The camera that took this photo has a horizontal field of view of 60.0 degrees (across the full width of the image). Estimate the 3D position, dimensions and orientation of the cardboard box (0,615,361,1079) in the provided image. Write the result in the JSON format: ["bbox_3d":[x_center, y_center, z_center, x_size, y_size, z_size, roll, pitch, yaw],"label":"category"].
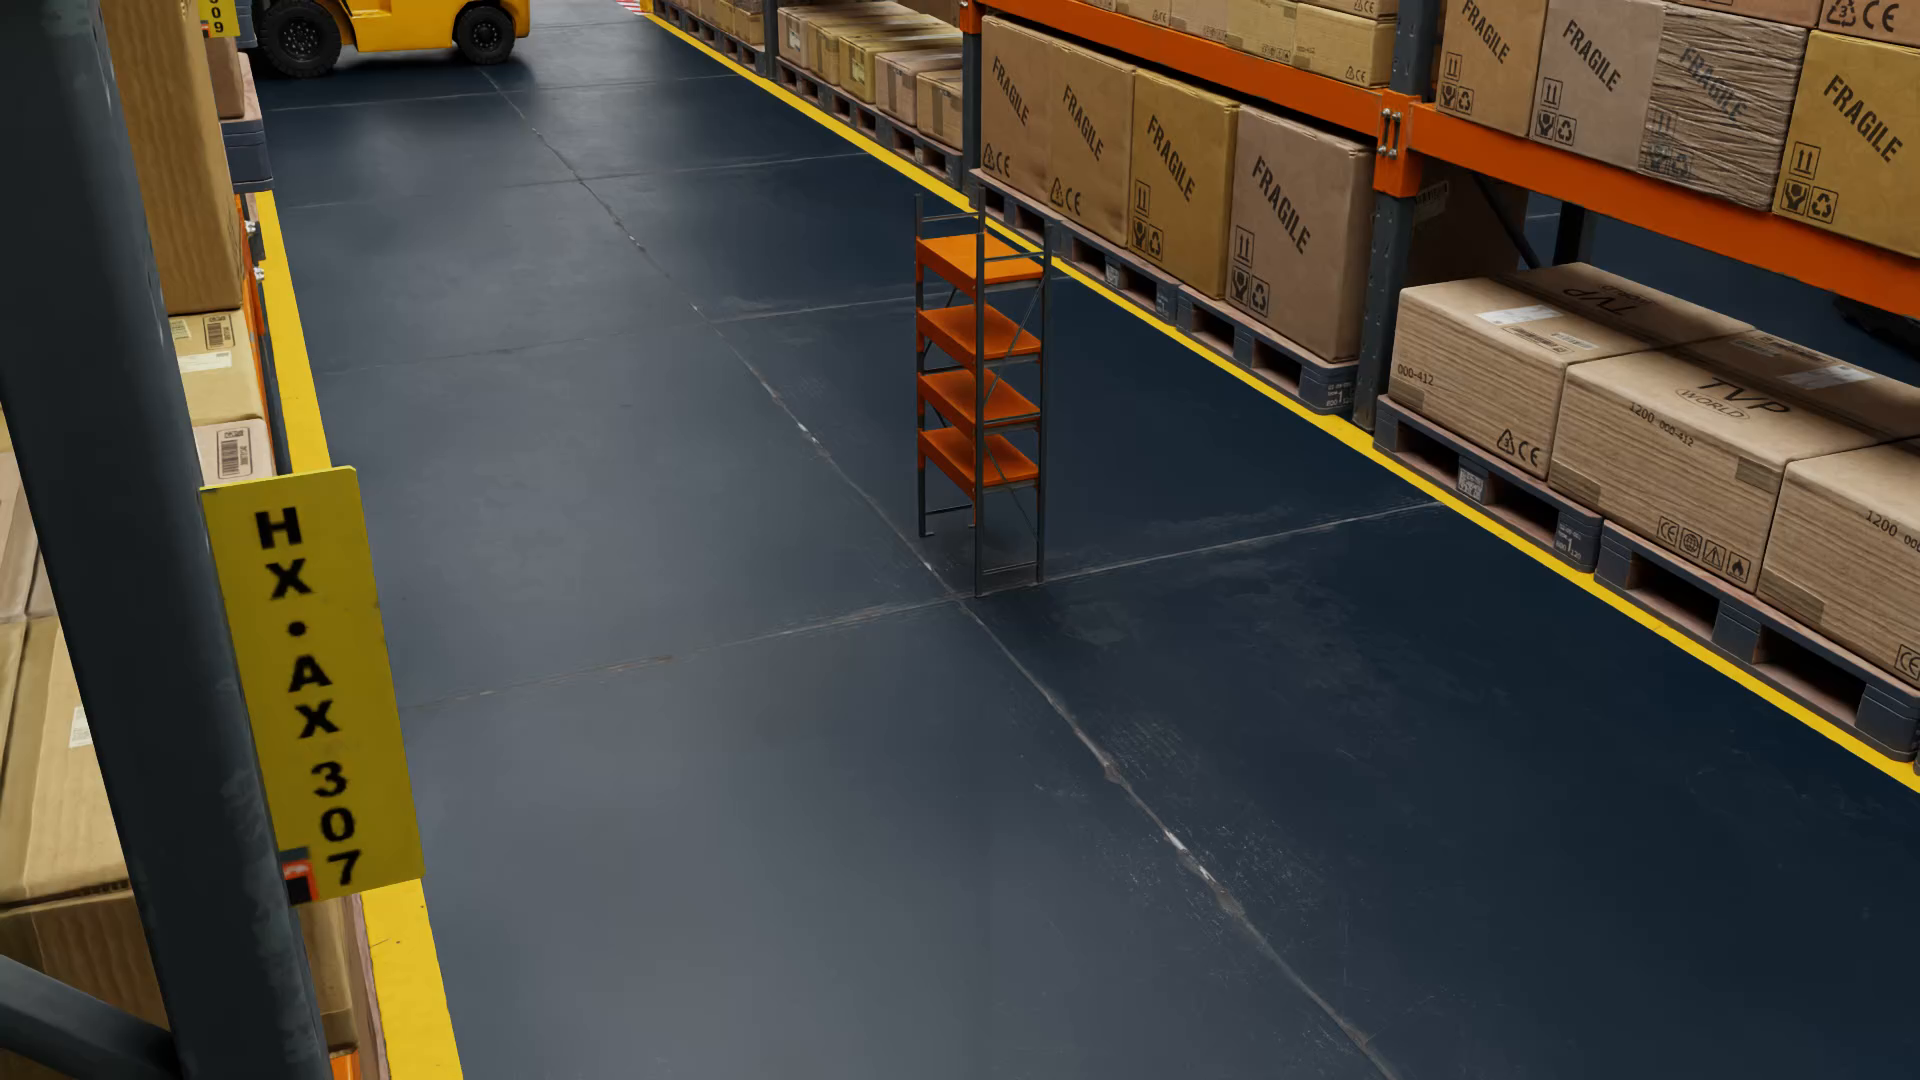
[{"bbox_3d":[-0.865,0.293,1.562,0.500,0.250,0.500,-10,28,-20],"label":"cardboard box"}]

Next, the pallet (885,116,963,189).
[{"bbox_3d":[0.193,-2.557,10.747,1.003,0.211,1.213,-11,28,-21],"label":"pallet"}]

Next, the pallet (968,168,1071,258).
[{"bbox_3d":[0.737,-1.910,9.422,1.003,0.211,1.213,-11,28,-21],"label":"pallet"}]

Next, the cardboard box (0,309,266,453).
[{"bbox_3d":[-1.264,-0.114,2.397,0.500,0.250,0.500,-11,28,-22],"label":"cardboard box"}]

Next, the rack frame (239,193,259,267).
[{"bbox_3d":[-4.068,-2.640,7.739,1.000,3.000,0.127,-11,28,-21],"label":"rack frame"}]

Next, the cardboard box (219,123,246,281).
[{"bbox_3d":[-1.868,-0.728,3.655,0.500,0.250,0.500,-10,28,-20],"label":"cardboard box"}]

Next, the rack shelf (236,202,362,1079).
[{"bbox_3d":[-1.718,0.105,2.936,1.077,0.370,4.000,-11,28,-21],"label":"rack shelf"}]

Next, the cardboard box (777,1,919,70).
[{"bbox_3d":[-0.861,-3.906,12.848,0.950,0.372,0.625,-10,28,-20],"label":"cardboard box"}]

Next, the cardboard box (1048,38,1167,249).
[{"bbox_3d":[1.037,-2.075,8.524,0.875,0.875,0.875,-10,28,-20],"label":"cardboard box"}]

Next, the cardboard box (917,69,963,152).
[{"bbox_3d":[0.286,-2.732,10.444,0.950,0.372,0.625,-13,29,-24],"label":"cardboard box"}]

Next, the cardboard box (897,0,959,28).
[{"bbox_3d":[-0.236,-4.654,14.709,0.500,0.500,0.500,8,27,15],"label":"cardboard box"}]

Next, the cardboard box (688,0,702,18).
[{"bbox_3d":[-2.156,-4.879,14.979,0.500,0.250,0.500,-9,27,-17],"label":"cardboard box"}]

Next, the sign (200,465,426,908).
[{"bbox_3d":[-0.436,0.107,1.126,0.100,0.325,0.005,-11,28,-21],"label":"sign"}]

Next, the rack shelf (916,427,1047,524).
[{"bbox_3d":[0.065,-0.233,5.467,0.258,0.148,0.480,-11,28,-21],"label":"rack shelf"}]

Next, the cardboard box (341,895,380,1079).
[{"bbox_3d":[-1.386,0.909,2.840,0.700,0.500,0.500,-9,28,-18],"label":"cardboard box"}]

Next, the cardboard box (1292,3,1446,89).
[{"bbox_3d":[1.657,-1.950,6.497,0.500,0.250,0.500,-11,28,-22],"label":"cardboard box"}]

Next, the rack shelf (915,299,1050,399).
[{"bbox_3d":[0.065,-0.613,5.281,0.258,0.148,0.480,-11,28,-21],"label":"rack shelf"}]

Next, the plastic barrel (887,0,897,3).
[{"bbox_3d":[-0.433,-4.993,15.494,0.512,0.421,0.421,8,27,15],"label":"plastic barrel"}]

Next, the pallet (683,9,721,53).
[{"bbox_3d":[-1.846,-4.615,14.961,1.003,0.211,1.213,-11,28,-21],"label":"pallet"}]

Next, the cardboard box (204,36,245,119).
[{"bbox_3d":[-2.485,-1.493,4.796,0.700,0.500,0.500,-10,28,-19],"label":"cardboard box"}]

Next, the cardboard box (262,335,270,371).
[{"bbox_3d":[-3.090,-0.951,6.649,0.500,0.500,0.500,-12,28,-22],"label":"cardboard box"}]

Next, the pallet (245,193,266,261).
[{"bbox_3d":[-4.355,-1.726,9.045,1.003,0.211,1.213,-11,28,-21],"label":"pallet"}]

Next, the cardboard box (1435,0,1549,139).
[{"bbox_3d":[2.007,-1.690,5.679,0.500,0.500,0.500,-10,28,-19],"label":"cardboard box"}]

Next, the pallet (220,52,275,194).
[{"bbox_3d":[-2.714,-1.281,5.173,1.003,0.211,1.213,-11,28,-21],"label":"pallet"}]

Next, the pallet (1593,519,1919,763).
[{"bbox_3d":[2.772,0.187,5.127,1.003,0.211,1.213,-11,28,-21],"label":"pallet"}]

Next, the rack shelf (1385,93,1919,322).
[{"bbox_3d":[2.847,-0.749,4.686,1.077,0.370,4.000,-11,28,-21],"label":"rack shelf"}]

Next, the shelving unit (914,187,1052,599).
[{"bbox_3d":[0.065,-0.472,5.350,0.258,1.200,0.503,-11,28,-21],"label":"shelving unit"}]

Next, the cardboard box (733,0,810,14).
[{"bbox_3d":[-1.547,-4.592,13.538,0.500,0.500,0.500,-11,28,-21],"label":"cardboard box"}]

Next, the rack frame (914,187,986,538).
[{"bbox_3d":[-0.031,-0.571,5.552,0.240,1.200,0.015,-11,28,-21],"label":"rack frame"}]

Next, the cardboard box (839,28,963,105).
[{"bbox_3d":[-0.303,-3.336,11.680,0.950,0.372,0.625,-10,28,-19],"label":"cardboard box"}]

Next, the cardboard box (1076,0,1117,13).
[{"bbox_3d":[0.875,-2.770,8.174,0.500,0.250,0.500,-10,28,-19],"label":"cardboard box"}]

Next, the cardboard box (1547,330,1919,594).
[{"bbox_3d":[2.562,-0.284,5.355,0.875,0.438,0.875,-11,28,-22],"label":"cardboard box"}]

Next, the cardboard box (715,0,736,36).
[{"bbox_3d":[-1.765,-4.468,14.138,0.500,0.250,0.500,-11,28,-22],"label":"cardboard box"}]

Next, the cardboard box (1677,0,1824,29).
[{"bbox_3d":[2.410,-1.727,4.614,0.500,0.500,0.500,-10,28,-20],"label":"cardboard box"}]

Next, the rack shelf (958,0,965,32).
[{"bbox_3d":[-0.286,-3.979,11.300,1.077,0.370,4.000,-11,28,-21],"label":"rack shelf"}]

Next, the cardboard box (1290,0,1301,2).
[{"bbox_3d":[1.465,-2.374,6.794,0.500,0.250,0.500,-10,28,-19],"label":"cardboard box"}]

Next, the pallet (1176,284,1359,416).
[{"bbox_3d":[1.693,-0.925,7.405,1.003,0.211,1.213,-11,28,-21],"label":"pallet"}]

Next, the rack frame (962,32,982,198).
[{"bbox_3d":[0.498,-3.495,9.489,1.000,3.000,0.127,-11,28,-21],"label":"rack frame"}]

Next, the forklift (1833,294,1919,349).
[{"bbox_3d":[4.758,-2.266,7.051,1.130,2.935,3.031,-1,26,-2],"label":"forklift"}]

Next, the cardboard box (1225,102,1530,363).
[{"bbox_3d":[1.748,-1.350,7.040,0.875,0.875,0.875,-10,28,-19],"label":"cardboard box"}]

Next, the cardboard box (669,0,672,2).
[{"bbox_3d":[-2.574,-5.304,15.850,0.500,0.250,0.500,-11,28,-21],"label":"cardboard box"}]

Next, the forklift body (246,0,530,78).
[{"bbox_3d":[-4.780,-5.037,13.614,2.313,2.155,1.214,-11,28,-21],"label":"forklift body"}]

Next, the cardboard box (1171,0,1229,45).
[{"bbox_3d":[1.278,-2.363,7.342,0.500,0.250,0.500,-11,28,-22],"label":"cardboard box"}]

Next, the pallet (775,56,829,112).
[{"bbox_3d":[-0.763,-3.542,12.765,1.003,0.211,1.213,-11,28,-21],"label":"pallet"}]

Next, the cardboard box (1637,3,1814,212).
[{"bbox_3d":[2.389,-1.285,4.848,0.500,0.500,0.500,-10,28,-20],"label":"cardboard box"}]

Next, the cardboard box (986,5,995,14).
[{"bbox_3d":[0.382,-5.329,16.090,0.637,0.503,0.797,13,29,24],"label":"cardboard box"}]
